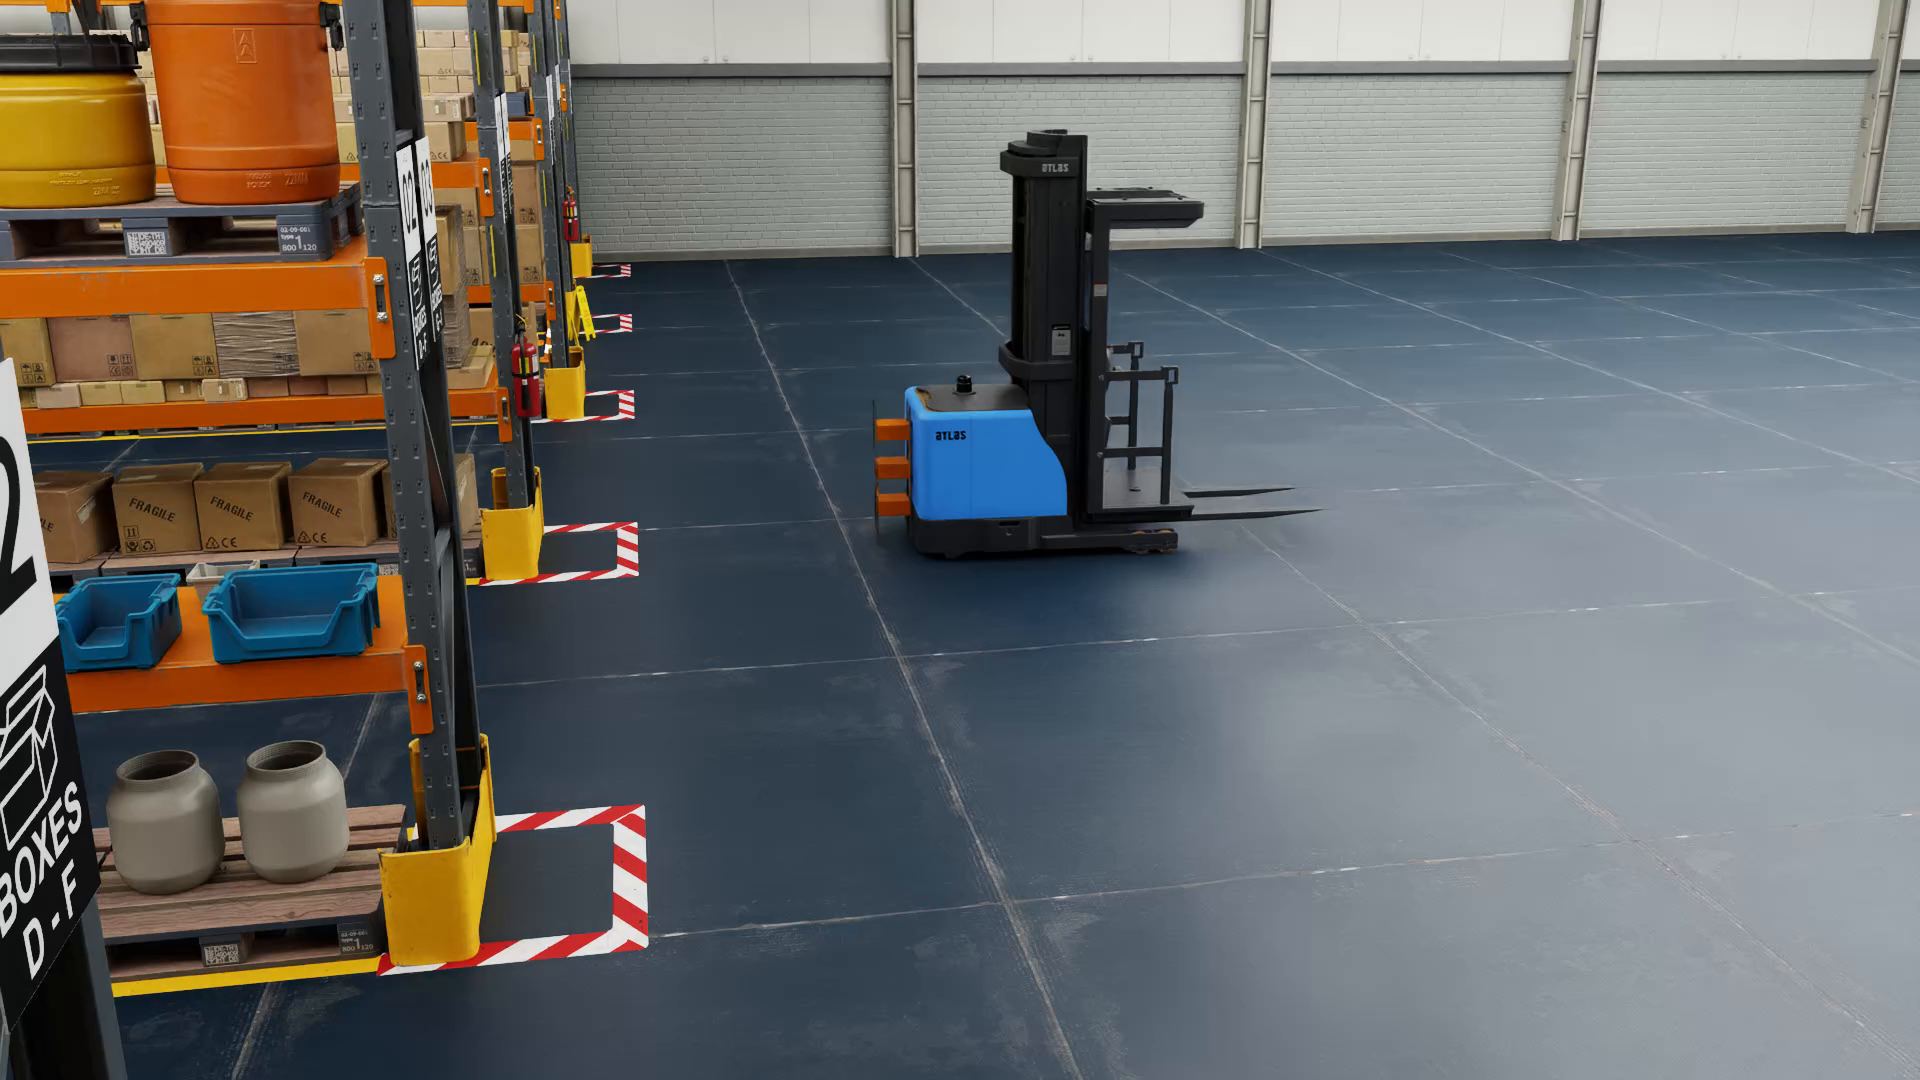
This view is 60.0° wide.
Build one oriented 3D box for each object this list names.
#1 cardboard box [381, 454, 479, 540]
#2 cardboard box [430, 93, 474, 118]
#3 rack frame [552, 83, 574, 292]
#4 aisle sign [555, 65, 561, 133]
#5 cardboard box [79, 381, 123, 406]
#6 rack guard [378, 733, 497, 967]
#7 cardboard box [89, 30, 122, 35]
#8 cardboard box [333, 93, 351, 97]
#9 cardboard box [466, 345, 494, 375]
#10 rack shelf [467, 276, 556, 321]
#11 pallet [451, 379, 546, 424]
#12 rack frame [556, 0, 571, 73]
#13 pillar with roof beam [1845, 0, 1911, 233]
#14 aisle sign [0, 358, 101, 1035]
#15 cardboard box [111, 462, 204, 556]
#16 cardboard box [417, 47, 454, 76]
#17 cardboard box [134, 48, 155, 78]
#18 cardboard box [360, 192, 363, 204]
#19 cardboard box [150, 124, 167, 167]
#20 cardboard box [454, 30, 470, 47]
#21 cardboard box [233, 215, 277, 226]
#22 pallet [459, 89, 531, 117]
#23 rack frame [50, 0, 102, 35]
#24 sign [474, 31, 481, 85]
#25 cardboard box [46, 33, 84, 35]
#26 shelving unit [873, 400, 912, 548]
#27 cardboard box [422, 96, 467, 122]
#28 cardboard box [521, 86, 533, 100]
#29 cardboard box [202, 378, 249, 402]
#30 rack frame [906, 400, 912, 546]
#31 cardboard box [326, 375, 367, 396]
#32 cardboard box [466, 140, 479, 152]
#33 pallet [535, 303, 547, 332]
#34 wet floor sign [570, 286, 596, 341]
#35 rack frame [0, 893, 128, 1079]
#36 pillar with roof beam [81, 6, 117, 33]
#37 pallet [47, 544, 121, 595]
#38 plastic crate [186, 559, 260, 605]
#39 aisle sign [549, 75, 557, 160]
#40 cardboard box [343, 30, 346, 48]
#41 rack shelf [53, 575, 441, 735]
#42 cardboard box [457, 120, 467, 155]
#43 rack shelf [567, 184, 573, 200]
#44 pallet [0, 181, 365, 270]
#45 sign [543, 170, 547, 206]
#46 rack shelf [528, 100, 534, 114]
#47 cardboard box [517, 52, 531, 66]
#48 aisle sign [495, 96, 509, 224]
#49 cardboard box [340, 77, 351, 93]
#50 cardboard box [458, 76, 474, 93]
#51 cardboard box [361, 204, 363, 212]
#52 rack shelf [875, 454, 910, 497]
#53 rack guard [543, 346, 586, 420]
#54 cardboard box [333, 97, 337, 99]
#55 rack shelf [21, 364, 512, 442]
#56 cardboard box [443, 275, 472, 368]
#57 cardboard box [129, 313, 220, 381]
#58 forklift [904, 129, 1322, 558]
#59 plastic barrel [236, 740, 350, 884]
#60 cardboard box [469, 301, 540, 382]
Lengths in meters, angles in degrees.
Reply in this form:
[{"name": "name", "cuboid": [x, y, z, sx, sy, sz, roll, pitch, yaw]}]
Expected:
[{"name": "cardboard box", "cuboid": [-3.734, -0.308, 11.749, 0.500, 0.500, 0.500, 0, 17, 0]}, {"name": "cardboard box", "cuboid": [-3.432, -2.936, 11.231, 0.250, 0.149, 0.380, -3, 17, -11]}, {"name": "rack frame", "cuboid": [-4.997, -4.189, 20.842, 0.127, 3.000, 1.000, -3, 17, -10]}, {"name": "aisle sign", "cuboid": [-4.881, -5.352, 20.200, 0.004, 0.787, 0.394, -3, 17, -10]}, {"name": "cardboard box", "cuboid": [-5.554, -0.991, 10.859, 0.250, 0.149, 0.380, -3, 17, -10]}, {"name": "rack guard", "cuboid": [-2.243, 1.308, 7.201, 0.348, 0.500, 1.175, -3, 17, -10]}, {"name": "cardboard box", "cuboid": [-7.465, -4.411, 14.639, 0.250, 0.149, 0.380, -3, 17, -10]}, {"name": "cardboard box", "cuboid": [-4.210, -2.906, 11.131, 0.250, 0.149, 0.380, -3, 17, -8]}, {"name": "cardboard box", "cuboid": [-3.442, -1.265, 11.750, 0.250, 0.149, 0.380, -3, 17, -10]}, {"name": "rack shelf", "cuboid": [-5.923, -2.313, 15.957, 4.000, 0.370, 1.077, -3, 17, -10]}, {"name": "pallet", "cuboid": [-4.729, -1.368, 16.406, 1.213, 0.211, 1.003, -3, 17, -10]}, {"name": "rack frame", "cuboid": [-5.943, -8.488, 24.619, 0.127, 3.000, 1.000, -3, 17, -10]}, {"name": "pillar with roof beam", "cuboid": [17.584, -8.804, 25.651, 0.400, 9.000, 9.100, -3, 17, -10]}, {"name": "aisle sign", "cuboid": [-1.235, 0.189, 2.160, 0.004, 0.787, 0.394, -3, 17, -10]}, {"name": "cardboard box", "cuboid": [-5.489, -0.217, 11.453, 0.500, 0.500, 0.500, -5, 18, -15]}, {"name": "cardboard box", "cuboid": [-4.878, -4.385, 15.235, 0.500, 0.250, 0.500, -3, 17, -10]}, {"name": "cardboard box", "cuboid": [-7.353, -4.245, 14.777, 0.500, 0.250, 0.500, -3, 17, -10]}, {"name": "cardboard box", "cuboid": [-5.429, -3.297, 15.843, 0.550, 0.550, 0.875, -3, 17, -10]}, {"name": "cardboard box", "cuboid": [-5.030, -2.510, 10.522, 0.500, 0.250, 0.500, -4, 17, -11]}, {"name": "cardboard box", "cuboid": [-4.471, -4.581, 15.194, 0.250, 0.149, 0.380, -3, 17, -10]}, {"name": "cardboard box", "cuboid": [-4.592, -1.842, 10.820, 0.500, 0.500, 0.500, -3, 17, -10]}, {"name": "pallet", "cuboid": [-4.685, -4.115, 15.643, 1.213, 0.211, 1.003, -3, 17, -10]}, {"name": "rack frame", "cuboid": [-7.886, -5.413, 14.608, 0.127, 3.000, 1.000, -3, 17, -10]}, {"name": "sign", "cuboid": [-3.032, -3.028, 10.446, 0.005, 0.325, 0.100, -3, 17, -10]}, {"name": "cardboard box", "cuboid": [-12.563, -6.932, 23.606, 0.500, 0.500, 0.700, -4, 17, -11]}, {"name": "shelving unit", "cuboid": [-0.492, -0.481, 12.090, 0.252, 1.050, 0.215, -2, 17, -8]}, {"name": "cardboard box", "cuboid": [-3.331, -2.780, 10.721, 0.250, 0.149, 0.380, -3, 17, -10]}, {"name": "cardboard box", "cuboid": [-5.295, -5.403, 20.111, 0.250, 0.149, 0.380, -3, 17, -10]}, {"name": "cardboard box", "cuboid": [-4.811, -1.023, 10.962, 0.250, 0.149, 0.380, -3, 17, -10]}, {"name": "rack frame", "cuboid": [-0.372, -0.486, 12.106, 0.008, 1.050, 0.200, -2, 17, -8]}, {"name": "cardboard box", "cuboid": [-4.088, -1.085, 11.163, 0.250, 0.149, 0.380, -3, 17, -10]}, {"name": "cardboard box", "cuboid": [-5.956, -4.740, 20.255, 0.500, 0.500, 0.700, -3, 17, -10]}, {"name": "pallet", "cuboid": [-5.876, -2.817, 21.124, 1.213, 0.211, 1.003, -3, 17, -10]}, {"name": "wet floor sign", "cuboid": [-4.608, -2.766, 20.218, 0.232, 0.644, 0.267, 3, 17, 9]}, {"name": "rack frame", "cuboid": [-1.242, 1.524, 2.243, 0.127, 3.000, 1.000, -3, 17, -10]}, {"name": "pillar with roof beam", "cuboid": [-11.872, -7.134, 20.210, 0.400, 9.000, 9.100, -3, 17, -10]}, {"name": "pallet", "cuboid": [-6.392, 0.176, 11.380, 1.213, 0.211, 1.003, -3, 17, -10]}, {"name": "plastic crate", "cuboid": [-3.117, 0.179, 7.071, 0.250, 0.136, 0.298, -3, 17, -10]}, {"name": "aisle sign", "cuboid": [-3.946, -4.101, 16.127, 0.004, 0.787, 0.394, -3, 17, -10]}, {"name": "cardboard box", "cuboid": [-5.474, -4.524, 15.008, 0.250, 0.149, 0.380, -4, 17, -11]}, {"name": "rack shelf", "cuboid": [-4.141, 0.551, 6.635, 4.000, 0.370, 1.077, -3, 17, -10]}, {"name": "cardboard box", "cuboid": [-3.639, -2.742, 11.278, 0.500, 0.250, 0.500, -3, 17, -9]}, {"name": "rack shelf", "cuboid": [-7.906, -5.165, 25.243, 4.000, 0.370, 1.077, -3, 17, -10]}, {"name": "pallet", "cuboid": [-3.009, -1.230, 6.421, 1.213, 0.211, 1.003, -3, 17, -10]}, {"name": "sign", "cuboid": [-3.870, -3.277, 15.498, 0.005, 0.325, 0.100, -3, 17, -10]}, {"name": "rack shelf", "cuboid": [-6.961, -5.168, 20.145, 4.000, 0.370, 1.077, -3, 17, -10]}, {"name": "cardboard box", "cuboid": [-5.273, -5.780, 19.983, 0.250, 0.149, 0.380, -3, 17, -10]}, {"name": "aisle sign", "cuboid": [-3.000, -2.492, 10.889, 0.004, 0.787, 0.394, -3, 17, -10]}, {"name": "cardboard box", "cuboid": [-5.469, -4.143, 15.126, 0.250, 0.149, 0.380, -3, 17, -10]}, {"name": "cardboard box", "cuboid": [-4.469, -4.200, 15.311, 0.250, 0.149, 0.380, -3, 17, -10]}, {"name": "cardboard box", "cuboid": [-4.201, -2.022, 11.408, 0.500, 0.500, 0.500, -3, 17, -10]}, {"name": "rack shelf", "cuboid": [-0.492, -0.471, 12.093, 0.240, 0.259, 0.215, -2, 17, -8]}, {"name": "rack guard", "cuboid": [-3.935, -1.574, 16.586, 0.348, 0.500, 1.175, -3, 17, -10]}, {"name": "cardboard box", "cuboid": [-4.098, -2.731, 10.563, 0.250, 0.149, 0.380, -3, 17, -10]}, {"name": "rack shelf", "cuboid": [-5.081, -0.877, 11.284, 4.000, 0.370, 1.077, -3, 17, -10]}, {"name": "cardboard box", "cuboid": [-3.663, -1.500, 11.409, 0.500, 0.500, 0.875, -3, 17, -10]}, {"name": "cardboard box", "cuboid": [-5.123, -1.397, 11.076, 0.500, 0.500, 0.875, -3, 17, -10]}, {"name": "forklift", "cuboid": [1.136, -1.449, 12.037, 3.031, 2.935, 1.130, -2, 17, -8]}, {"name": "plastic barrel", "cuboid": [-2.809, 1.143, 7.005, 0.421, 0.512, 0.421, 0, 17, 0]}, {"name": "cardboard box", "cuboid": [-4.612, -1.896, 16.280, 0.875, 0.875, 0.875, -3, 17, -10]}]
